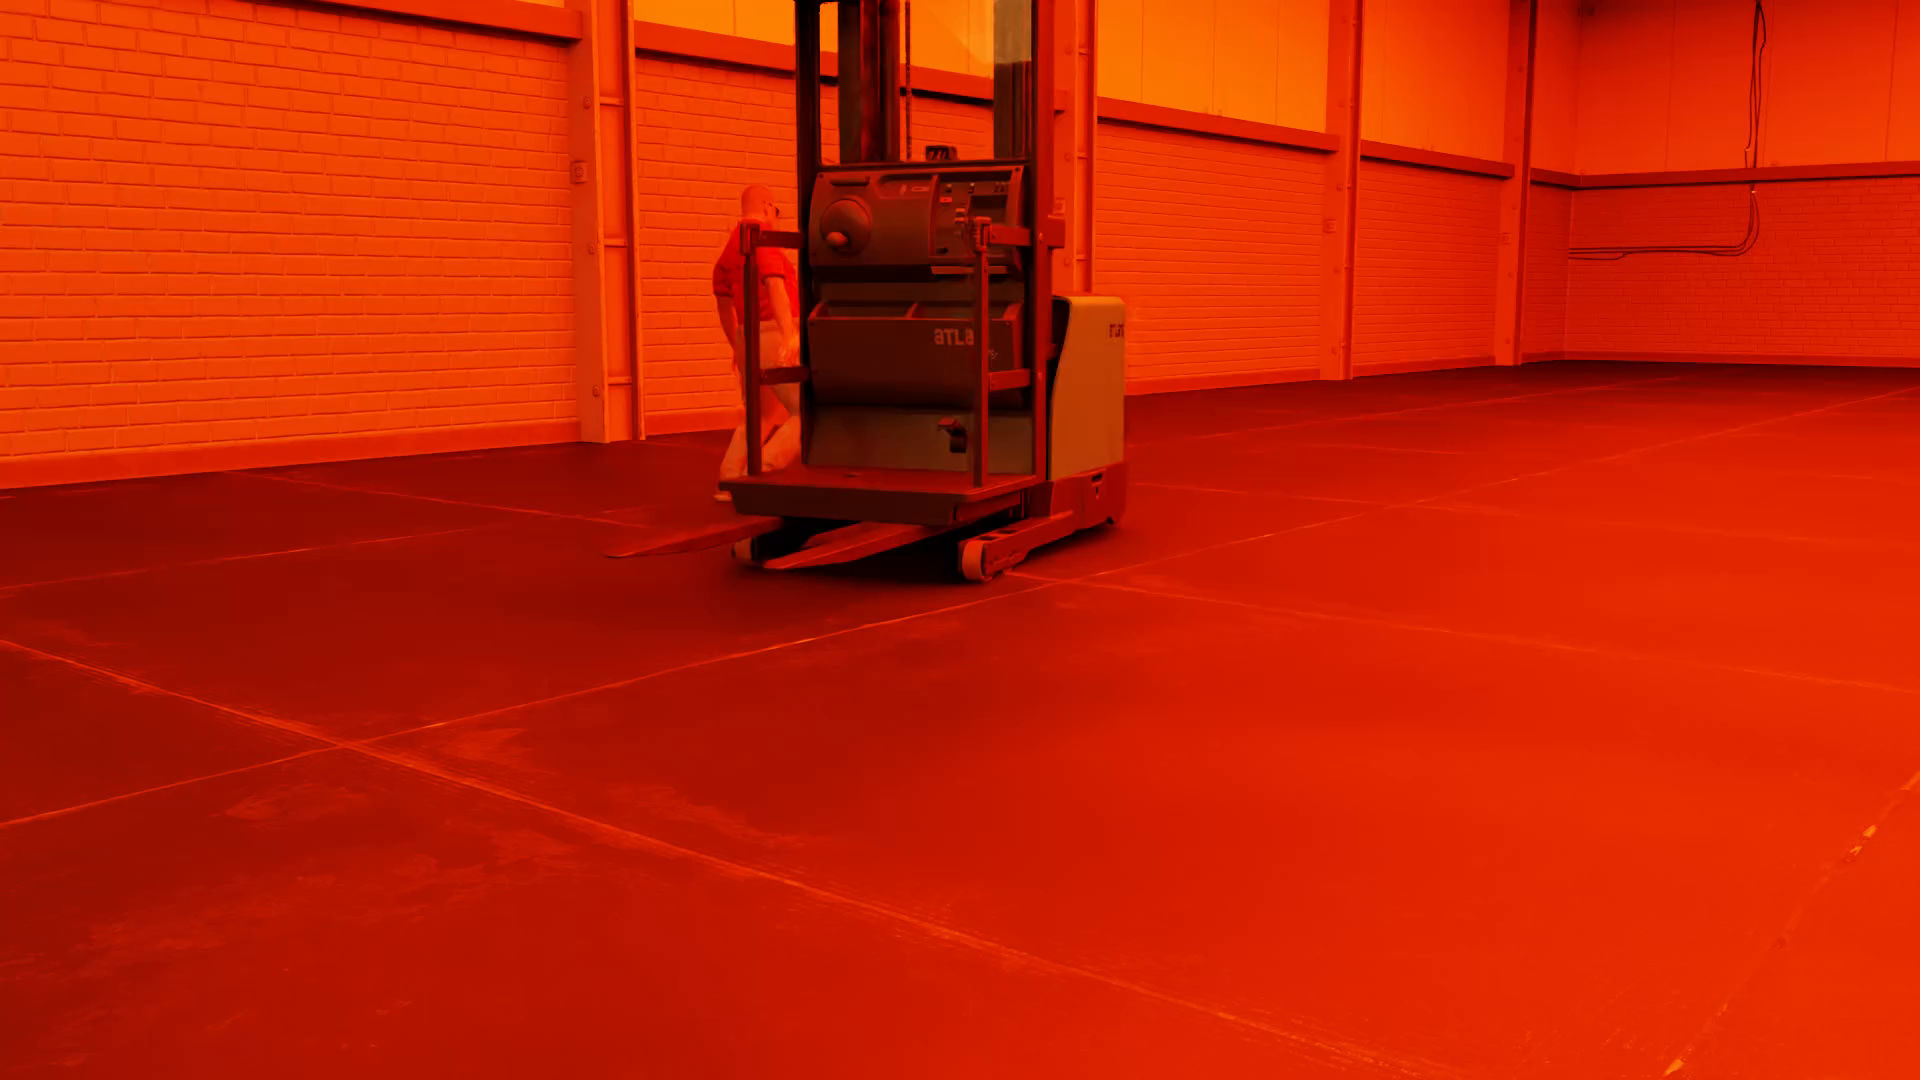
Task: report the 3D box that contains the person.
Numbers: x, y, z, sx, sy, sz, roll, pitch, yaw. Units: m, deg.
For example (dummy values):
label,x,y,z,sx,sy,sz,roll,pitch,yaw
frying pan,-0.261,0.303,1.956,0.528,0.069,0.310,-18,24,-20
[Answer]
label,x,y,z,sx,sy,sz,roll,pitch,yaw
person,-0.996,-0.981,8.497,0.506,1.647,0.910,-5,10,-31

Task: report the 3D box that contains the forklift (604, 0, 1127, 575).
label,x,y,z,sx,sy,sz,roll,pitch,yaw
forklift,-0.269,-1.359,6.571,1.130,2.935,3.031,4,9,23
